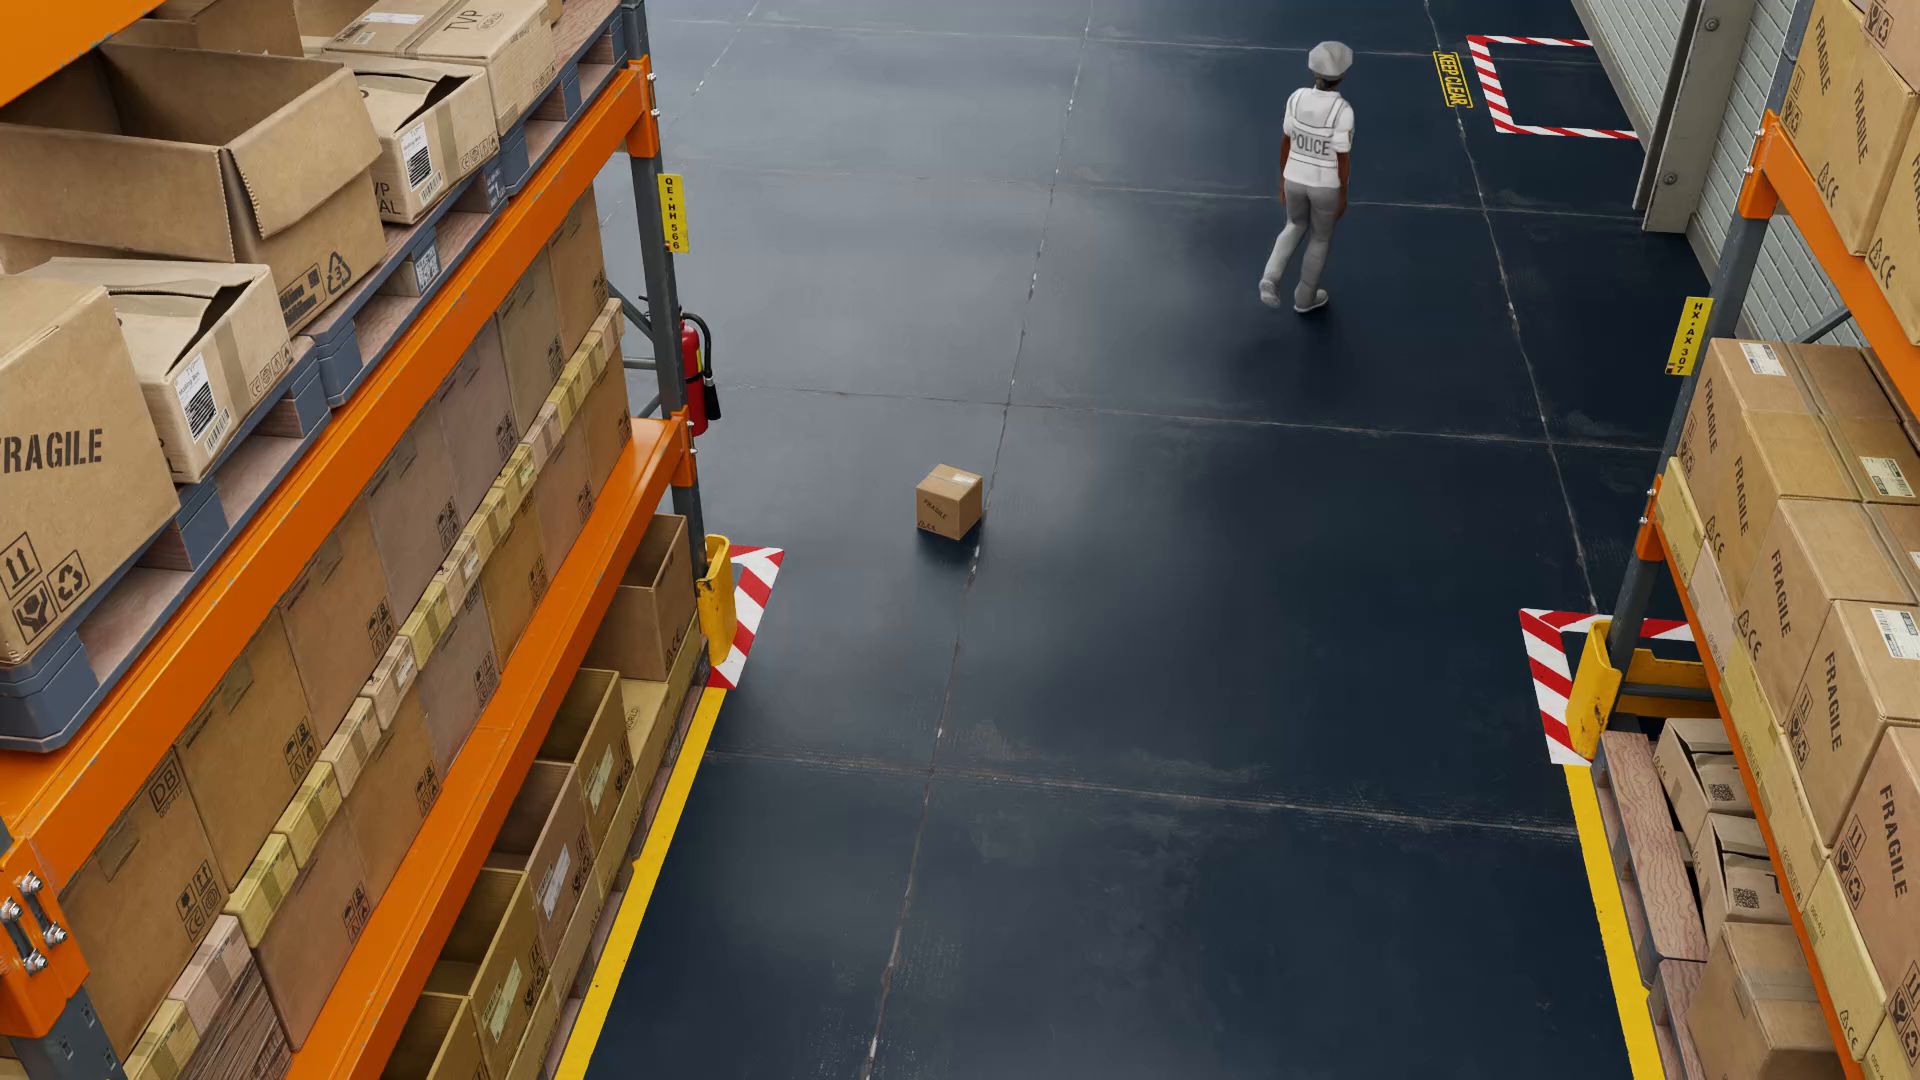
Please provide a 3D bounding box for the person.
[{"bbox_3d":[2.077,-2.109,9.841,0.444,1.682,0.531,27,44,31],"label":"person"}]
